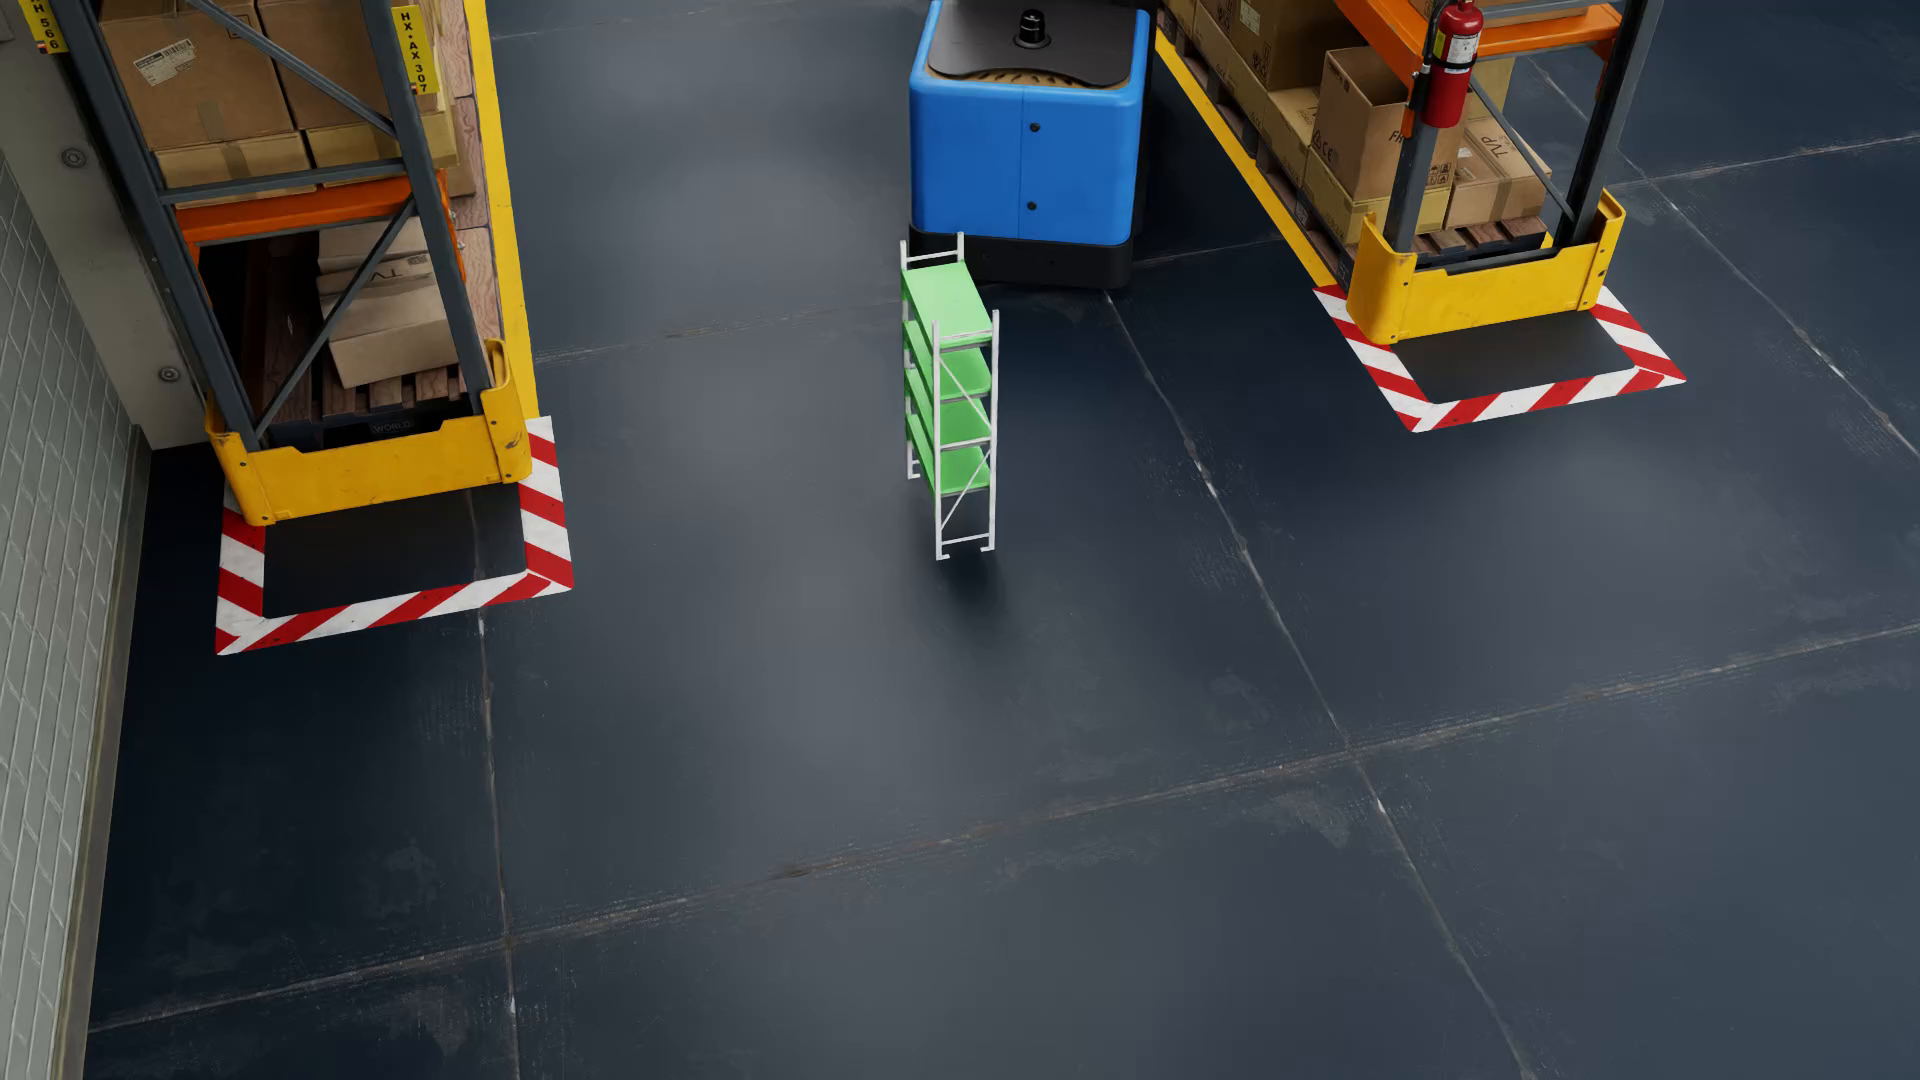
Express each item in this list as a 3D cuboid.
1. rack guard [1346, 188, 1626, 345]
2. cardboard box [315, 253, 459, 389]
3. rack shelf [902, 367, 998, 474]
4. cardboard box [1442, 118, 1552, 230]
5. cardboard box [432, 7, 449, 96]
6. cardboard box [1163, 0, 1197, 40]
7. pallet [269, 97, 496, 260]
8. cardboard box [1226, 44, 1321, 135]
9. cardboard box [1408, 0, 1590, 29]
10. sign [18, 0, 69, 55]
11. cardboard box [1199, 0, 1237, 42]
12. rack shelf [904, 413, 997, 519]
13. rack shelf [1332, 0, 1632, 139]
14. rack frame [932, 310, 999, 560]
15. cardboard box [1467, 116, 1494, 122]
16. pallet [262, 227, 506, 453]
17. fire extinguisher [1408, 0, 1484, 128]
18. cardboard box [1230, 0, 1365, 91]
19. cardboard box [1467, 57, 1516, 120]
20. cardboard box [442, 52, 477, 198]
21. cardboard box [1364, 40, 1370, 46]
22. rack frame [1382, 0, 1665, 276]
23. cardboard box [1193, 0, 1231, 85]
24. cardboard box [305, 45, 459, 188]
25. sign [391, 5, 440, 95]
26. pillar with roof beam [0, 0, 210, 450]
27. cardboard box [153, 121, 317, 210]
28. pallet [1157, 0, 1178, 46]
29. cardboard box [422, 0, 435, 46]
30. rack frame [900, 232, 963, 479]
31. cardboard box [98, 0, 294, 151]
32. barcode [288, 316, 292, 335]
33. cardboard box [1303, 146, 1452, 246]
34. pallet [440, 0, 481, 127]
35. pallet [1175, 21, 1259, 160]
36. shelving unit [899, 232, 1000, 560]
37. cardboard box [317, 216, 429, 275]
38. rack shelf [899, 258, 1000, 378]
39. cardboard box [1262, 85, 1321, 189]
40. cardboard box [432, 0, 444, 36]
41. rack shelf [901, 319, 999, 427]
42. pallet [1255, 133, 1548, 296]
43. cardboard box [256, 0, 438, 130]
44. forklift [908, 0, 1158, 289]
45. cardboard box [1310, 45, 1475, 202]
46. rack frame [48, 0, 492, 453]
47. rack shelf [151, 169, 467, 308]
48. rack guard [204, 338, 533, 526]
[{"bbox_3d":[2.408,-1.285,7.659,1.175,0.500,0.348,-11,47,-10],"label":"rack guard"},{"bbox_3d":[-2.476,-0.975,7.180,0.500,0.311,0.500,-16,48,-15],"label":"cardboard box"},{"bbox_3d":[-0.042,-0.490,6.479,0.258,0.148,0.480,-11,47,-10],"label":"rack shelf"},{"bbox_3d":[2.479,-1.772,8.018,0.500,0.250,0.500,-11,47,-10],"label":"cardboard box"},{"bbox_3d":[-2.351,-1.974,6.675,0.500,0.250,0.500,-12,47,-12],"label":"cardboard box"},{"bbox_3d":[1.449,-3.055,9.275,0.500,0.250,0.500,-11,47,-10],"label":"cardboard box"},{"bbox_3d":[-2.888,-1.753,8.320,1.003,0.211,1.213,-11,47,-10],"label":"pallet"},{"bbox_3d":[1.709,-2.365,8.599,0.500,0.250,0.500,-11,47,-10],"label":"cardboard box"},{"bbox_3d":[2.294,-2.536,7.065,0.700,0.500,0.500,-11,47,-10],"label":"cardboard box"},{"bbox_3d":[-2.928,-1.696,5.280,0.100,0.325,0.005,-11,47,-10],"label":"sign"},{"bbox_3d":[1.580,-2.973,8.669,0.500,0.500,0.500,-11,47,-10],"label":"cardboard box"},{"bbox_3d":[-0.042,-0.322,6.651,0.258,0.148,0.480,-11,47,-10],"label":"rack shelf"},{"bbox_3d":[1.890,-3.306,8.393,1.077,0.370,4.000,-11,47,-10],"label":"rack shelf"},{"bbox_3d":[0.020,-0.366,6.268,0.240,1.200,0.015,-11,47,-10],"label":"rack frame"},{"bbox_3d":[2.348,-2.117,8.355,0.500,0.250,0.500,-11,47,-10],"label":"cardboard box"},{"bbox_3d":[-2.579,-0.912,7.496,1.003,0.211,1.213,-11,47,-10],"label":"pallet"},{"bbox_3d":[1.983,-1.983,6.647,0.296,0.674,0.183,-11,47,-10],"label":"fire extinguisher"},{"bbox_3d":[1.707,-2.627,8.331,0.500,0.500,0.500,-11,47,-10],"label":"cardboard box"},{"bbox_3d":[2.350,-2.379,8.088,0.500,0.500,0.500,-11,47,-10],"label":"cardboard box"},{"bbox_3d":[-2.762,-1.951,8.004,0.700,0.500,0.500,-13,47,-13],"label":"cardboard box"},{"bbox_3d":[2.209,-2.722,8.424,0.500,0.500,0.500,-11,47,-10],"label":"cardboard box"},{"bbox_3d":[2.402,-2.177,6.783,1.000,3.000,0.127,-11,47,-10],"label":"rack frame"},{"bbox_3d":[1.583,-2.711,8.938,0.500,0.250,0.500,-11,47,-10],"label":"cardboard box"},{"bbox_3d":[-2.204,-1.618,6.326,0.500,0.250,0.500,-12,47,-11],"label":"cardboard box"},{"bbox_3d":[-1.862,-1.671,5.681,0.100,0.325,0.005,-11,47,-10],"label":"sign"},{"bbox_3d":[0.760,-4.480,4.840,9.100,9.000,0.400,-11,47,-10],"label":"pillar with roof beam"},{"bbox_3d":[-2.693,-1.510,6.221,0.500,0.250,0.500,-10,46,-10],"label":"cardboard box"},{"bbox_3d":[1.541,-3.405,9.940,1.003,0.211,1.213,-11,47,-10],"label":"pallet"},{"bbox_3d":[-2.335,-2.213,6.384,0.500,0.500,0.500,-11,47,-10],"label":"cardboard box"},{"bbox_3d":[-0.105,-0.703,6.599,0.240,1.200,0.015,-11,47,-10],"label":"rack frame"},{"bbox_3d":[-2.712,-1.772,5.952,0.500,0.500,0.500,-11,47,-11],"label":"cardboard box"},{"bbox_3d":[-2.867,-0.918,7.117,0.001,0.075,0.075,-11,47,-10],"label":"barcode"},{"bbox_3d":[1.979,-1.677,7.925,0.500,0.250,0.500,-11,47,-10],"label":"cardboard box"},{"bbox_3d":[-3.204,-2.597,9.147,1.003,0.211,1.213,-11,47,-10],"label":"pallet"},{"bbox_3d":[1.857,-2.562,9.112,1.003,0.211,1.213,-11,47,-10],"label":"pallet"},{"bbox_3d":[-0.042,-0.534,6.433,0.258,1.200,0.503,-11,47,-10],"label":"shelving unit"},{"bbox_3d":[-2.622,-1.369,7.566,0.500,0.311,0.500,-7,46,-7],"label":"cardboard box"},{"bbox_3d":[-0.042,-0.825,6.136,0.258,0.148,0.480,-11,47,-10],"label":"rack shelf"},{"bbox_3d":[1.839,-2.020,8.261,0.500,0.250,0.500,-11,47,-10],"label":"cardboard box"},{"bbox_3d":[-2.475,-2.326,7.021,0.500,0.250,0.500,-11,47,-11],"label":"cardboard box"},{"bbox_3d":[-0.042,-0.658,6.308,0.258,0.148,0.480,-11,47,-10],"label":"rack shelf"},{"bbox_3d":[2.165,-1.721,8.289,1.003,0.211,1.213,-11,47,-10],"label":"pallet"},{"bbox_3d":[-2.218,-1.870,6.048,0.500,0.500,0.500,-11,47,-10],"label":"cardboard box"},{"bbox_3d":[0.461,-3.261,7.894,1.130,2.935,3.031,5,46,5],"label":"forklift"},{"bbox_3d":[1.977,-1.939,7.657,0.500,0.500,0.500,-11,47,-10],"label":"cardboard box"},{"bbox_3d":[-2.386,-1.268,5.893,1.000,3.000,0.127,-11,47,-10],"label":"rack frame"},{"bbox_3d":[-2.898,-2.397,7.503,1.077,0.370,4.000,-11,47,-10],"label":"rack shelf"},{"bbox_3d":[-2.405,-0.446,6.837,1.175,0.500,0.348,-11,47,-10],"label":"rack guard"}]
